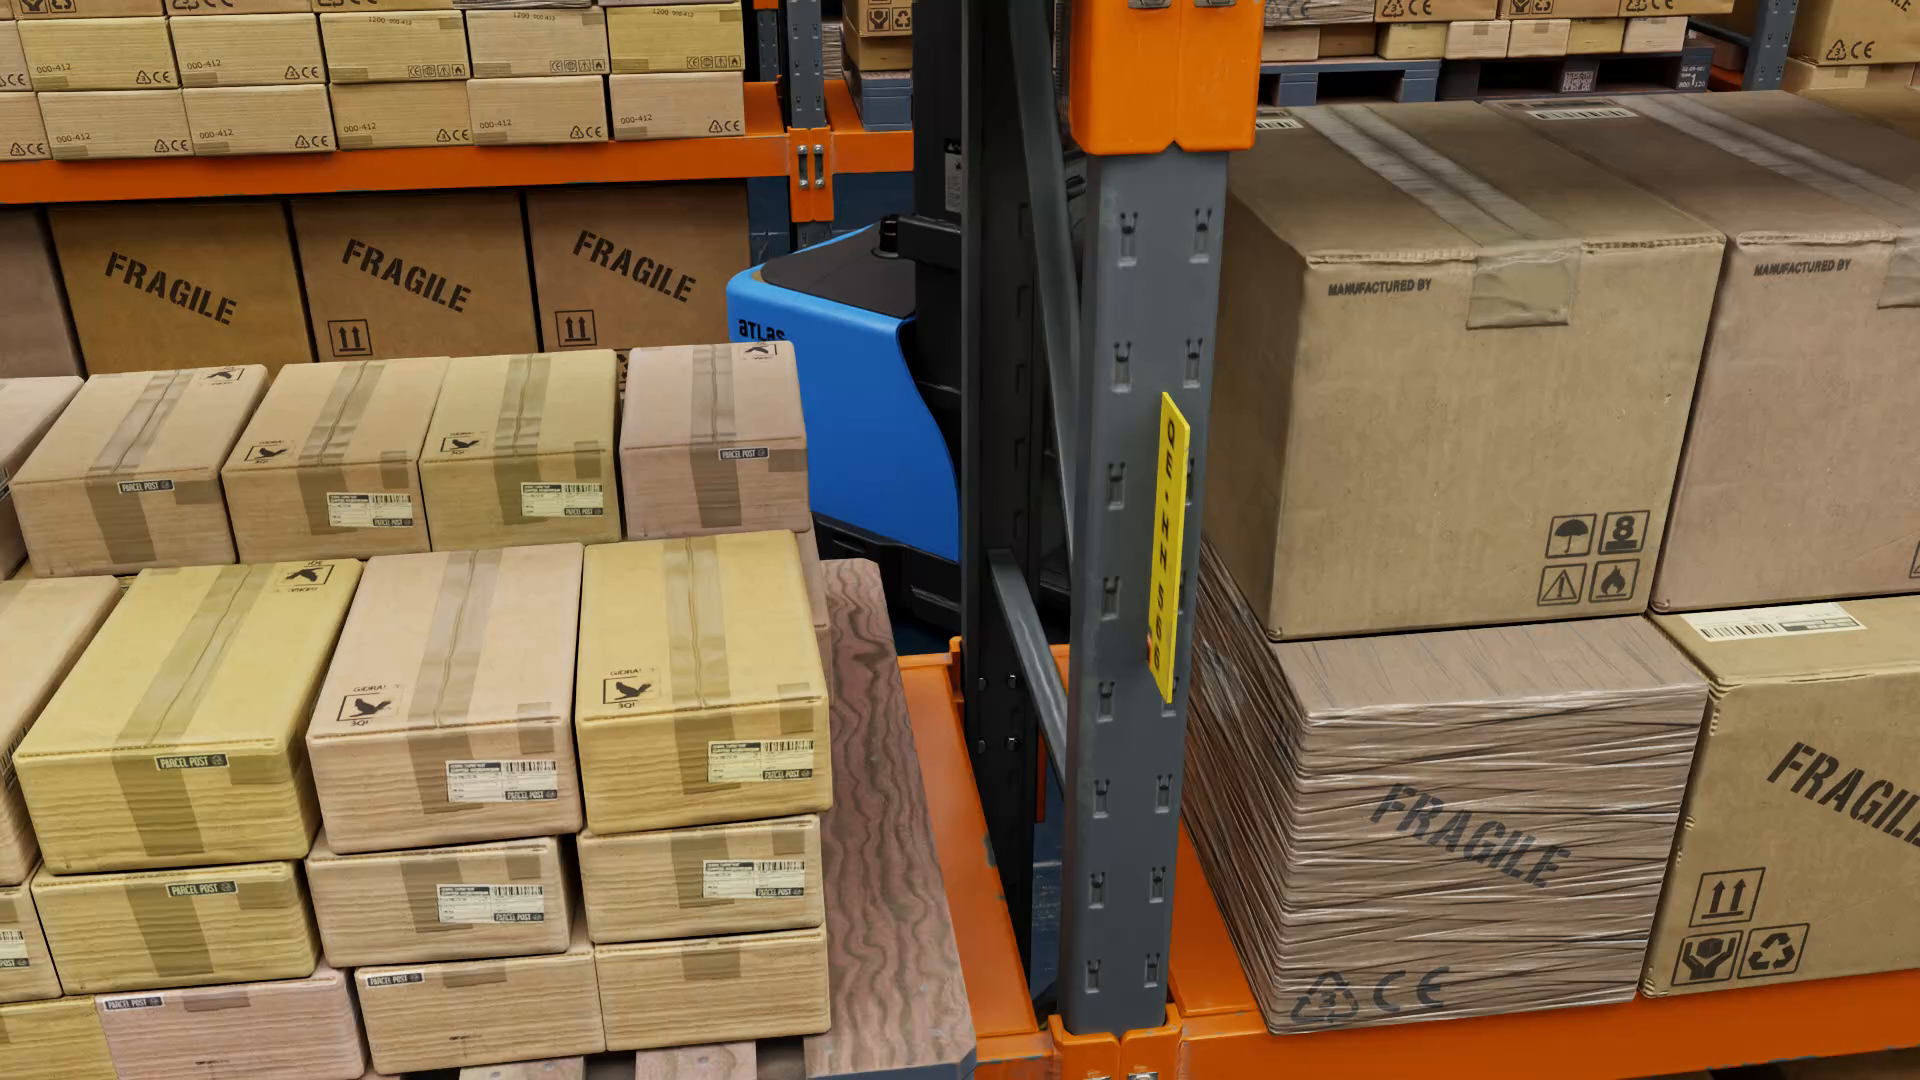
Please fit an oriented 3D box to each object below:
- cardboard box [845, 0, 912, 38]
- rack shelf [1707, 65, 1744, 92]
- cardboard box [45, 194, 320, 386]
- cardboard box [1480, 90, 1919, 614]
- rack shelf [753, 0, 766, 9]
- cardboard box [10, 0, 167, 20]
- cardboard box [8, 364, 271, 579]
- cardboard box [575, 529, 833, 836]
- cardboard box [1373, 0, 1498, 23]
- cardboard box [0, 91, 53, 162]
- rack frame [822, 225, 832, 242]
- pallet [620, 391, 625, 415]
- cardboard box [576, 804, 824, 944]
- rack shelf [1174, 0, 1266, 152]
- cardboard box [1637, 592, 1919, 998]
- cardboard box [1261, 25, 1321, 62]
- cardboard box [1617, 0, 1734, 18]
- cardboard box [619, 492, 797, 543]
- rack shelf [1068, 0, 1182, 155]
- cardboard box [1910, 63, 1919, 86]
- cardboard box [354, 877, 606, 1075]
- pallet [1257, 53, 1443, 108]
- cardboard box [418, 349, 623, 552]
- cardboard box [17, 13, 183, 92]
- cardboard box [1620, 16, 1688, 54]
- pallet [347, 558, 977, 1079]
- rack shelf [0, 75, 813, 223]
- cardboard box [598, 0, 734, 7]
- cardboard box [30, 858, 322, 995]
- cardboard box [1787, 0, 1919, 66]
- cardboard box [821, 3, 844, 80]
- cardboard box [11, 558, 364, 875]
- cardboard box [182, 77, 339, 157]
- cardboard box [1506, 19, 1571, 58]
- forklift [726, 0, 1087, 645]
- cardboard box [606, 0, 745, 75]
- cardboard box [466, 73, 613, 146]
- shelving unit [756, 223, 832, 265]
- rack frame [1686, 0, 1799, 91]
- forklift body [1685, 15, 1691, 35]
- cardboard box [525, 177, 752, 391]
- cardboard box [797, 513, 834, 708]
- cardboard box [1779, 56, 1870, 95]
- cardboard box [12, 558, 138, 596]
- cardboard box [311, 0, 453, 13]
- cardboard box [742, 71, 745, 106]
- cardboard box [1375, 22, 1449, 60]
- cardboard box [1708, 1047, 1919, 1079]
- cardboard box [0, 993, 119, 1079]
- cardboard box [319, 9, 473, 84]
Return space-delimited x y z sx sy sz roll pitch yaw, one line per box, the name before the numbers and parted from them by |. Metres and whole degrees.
cardboard box | -0.179 -2.273 6.499 0.500 0.500 0.500 -4 27 -9
rack shelf | 5.285 -2.047 7.741 4.000 0.370 1.077 -4 27 -7
cardboard box | -3.121 -1.109 6.993 0.875 0.875 0.875 -3 27 -6
cardboard box | 1.080 -0.300 2.344 0.500 0.500 0.700 -4 27 -8
rack shelf | -3.332 -3.782 11.122 4.000 0.370 1.077 -4 27 -7
cardboard box | -3.145 -2.194 6.035 0.500 0.500 0.500 -4 27 -8
cardboard box | -1.123 -0.103 2.329 0.250 0.149 0.380 -5 28 -9
cardboard box | -0.288 0.145 1.846 0.250 0.149 0.380 -5 28 -9
cardboard box | 1.876 -2.408 6.762 0.500 0.500 0.500 -3 27 -5
cardboard box | -3.633 -1.606 6.259 0.500 0.250 0.500 -4 27 -8
rack frame | -0.494 -0.675 6.416 0.008 1.050 0.200 2 27 4
pallet | -1.448 -0.729 7.439 1.213 0.211 1.003 -4 27 -7
cardboard box | -0.292 0.276 1.916 0.250 0.149 0.380 -3 27 -6
rack shelf | 2.114 -0.896 2.212 4.000 0.370 1.077 -4 27 -7
cardboard box | 1.119 0.261 2.345 0.500 0.500 0.500 -4 27 -8
cardboard box | 1.298 -2.078 6.829 0.250 0.149 0.380 -3 27 -5
cardboard box | 2.879 -2.470 6.883 0.500 0.500 0.500 -4 27 -8
cardboard box | -0.373 -0.021 2.495 0.250 0.149 0.380 -2 27 -5
rack shelf | -1.847 -0.641 1.716 4.000 0.370 1.077 -4 27 -7
cardboard box | 4.163 -2.073 7.280 0.250 0.149 0.380 -4 27 -7
cardboard box | -0.537 0.425 1.951 0.250 0.149 0.380 -4 27 -7
pallet | 1.298 -2.044 7.159 1.213 0.211 1.003 -4 27 -7
cardboard box | -0.617 -0.134 2.388 0.250 0.149 0.380 -4 27 -9
cardboard box | -3.127 -1.853 6.192 0.500 0.250 0.500 -3 27 -6
cardboard box | 2.834 -2.157 6.984 0.250 0.149 0.380 -3 27 -6
pallet | -0.558 0.425 2.346 1.003 0.211 1.213 -4 27 -7
rack shelf | -2.637 -1.538 6.750 4.000 0.370 1.077 -4 27 -7
cardboard box | -1.132 -2.323 6.288 0.500 0.500 0.500 -4 27 -9
cardboard box | -0.817 0.312 1.846 0.250 0.149 0.380 -3 27 -6
cardboard box | 3.779 -2.318 7.047 0.500 0.500 0.500 -4 27 -7
cardboard box | -0.732 -3.393 11.718 0.625 0.625 0.875 -3 27 -5
cardboard box | -0.797 0.176 1.784 0.250 0.149 0.380 -3 27 -6
cardboard box | -2.627 -1.659 6.363 0.500 0.250 0.500 -4 27 -8
cardboard box | 2.320 -2.116 6.903 0.250 0.149 0.380 -4 27 -8
forklift | 0.666 -1.013 5.014 3.031 2.935 1.130 19 33 33
cardboard box | -1.101 -1.995 6.470 0.500 0.250 0.500 -4 27 -7
cardboard box | -1.625 -1.729 6.499 0.500 0.250 0.500 -3 27 -6
shelving unit | -0.615 -0.679 6.424 0.252 1.050 0.215 2 27 4
rack frame | 3.305 -2.240 7.329 0.127 3.000 1.000 -4 27 -7
forklift body | 4.947 -3.415 10.549 1.214 2.155 2.313 -4 27 -7
cardboard box | -1.352 -1.220 7.210 0.875 0.875 0.875 -4 27 -8
cardboard box | -0.338 0.108 2.569 0.250 0.149 0.380 -4 27 -8
cardboard box | 3.661 -2.003 7.143 0.250 0.149 0.380 -4 27 -7
cardboard box | -1.155 0.031 2.392 0.250 0.149 0.380 -4 27 -7
cardboard box | -2.132 -2.259 6.161 0.500 0.500 0.500 -4 27 -7
cardboard box | -1.176 -2.001 7.029 0.500 0.250 0.500 -4 27 -8
cardboard box | 1.821 -2.099 6.870 0.250 0.149 0.380 -4 27 -7
cardboard box | 1.614 1.005 3.010 0.750 0.750 1.050 -3 27 -6
cardboard box | -1.039 0.456 1.891 0.250 0.149 0.380 -4 27 -8
cardboard box | -2.112 -1.919 6.321 0.500 0.250 0.500 -4 27 -8
